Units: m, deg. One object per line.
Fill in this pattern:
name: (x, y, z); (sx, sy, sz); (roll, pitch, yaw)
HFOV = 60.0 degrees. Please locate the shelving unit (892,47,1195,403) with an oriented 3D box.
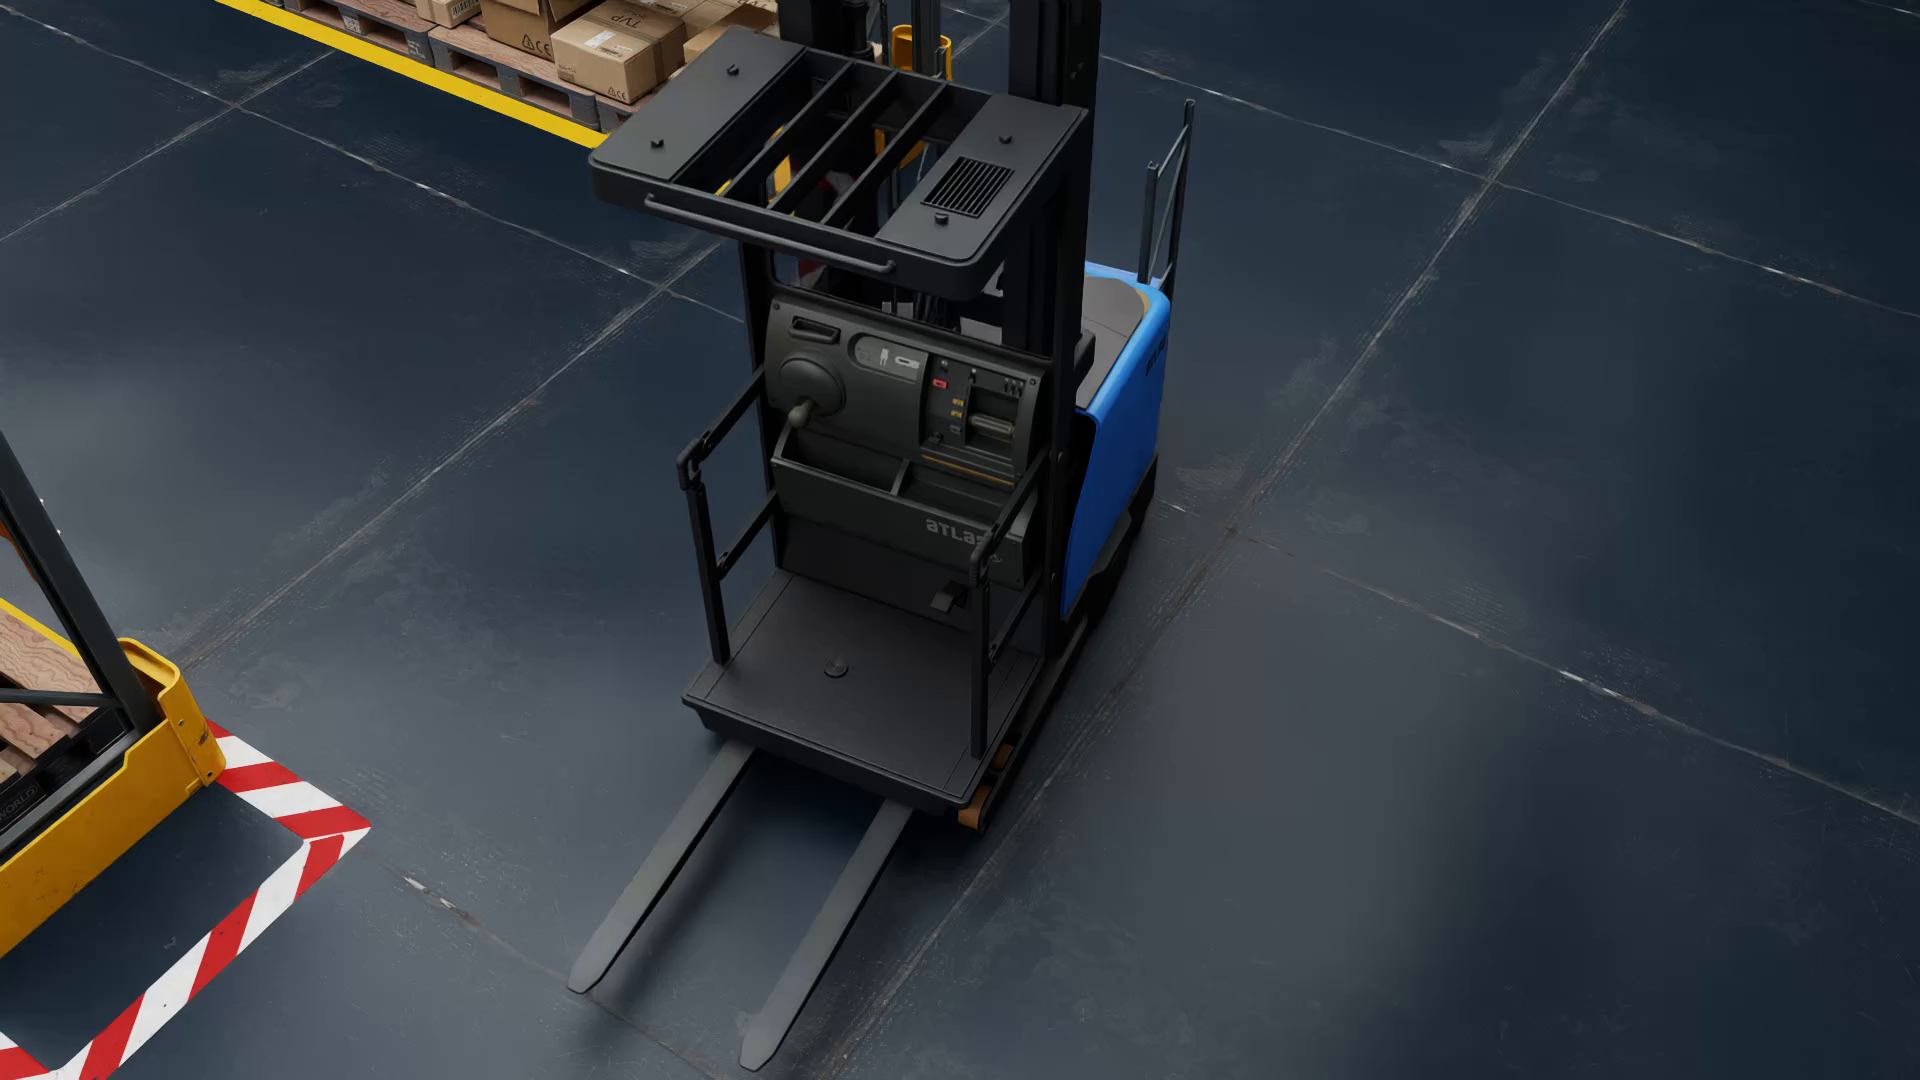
shelving unit: (0.309, -1.111, 6.784); (1.048, 1.500, 0.538); (16, 48, 15)

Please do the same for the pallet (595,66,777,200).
pallet: (-1.152, -2.315, 8.853); (1.213, 0.211, 1.003); (25, 51, 22)

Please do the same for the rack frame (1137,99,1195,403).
rack frame: (0.779, -0.973, 6.650); (0.032, 1.500, 0.500); (16, 48, 15)

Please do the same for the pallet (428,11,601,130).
pallet: (-2.175, -2.788, 9.312); (1.213, 0.211, 1.003); (25, 51, 22)

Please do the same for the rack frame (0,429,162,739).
rack frame: (-3.094, 0.039, 4.620); (0.127, 3.000, 1.000); (25, 51, 22)

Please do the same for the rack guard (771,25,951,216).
rack guard: (-0.480, -2.108, 8.450); (0.348, 0.500, 1.175); (25, 51, 22)

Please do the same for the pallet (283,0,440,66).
pallet: (-3.206, -3.260, 9.771); (1.213, 0.211, 1.003); (25, 51, 22)

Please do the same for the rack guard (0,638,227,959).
rack guard: (-3.067, 0.912, 5.515); (0.348, 0.500, 1.175); (25, 51, 22)

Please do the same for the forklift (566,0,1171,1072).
forklift: (-0.277, -0.380, 5.076); (1.130, 2.935, 3.031); (18, 49, 17)

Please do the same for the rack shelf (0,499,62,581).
rack shelf: (-4.777, -0.485, 5.631); (4.000, 0.370, 1.077); (25, 51, 22)

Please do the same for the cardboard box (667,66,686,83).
cardboard box: (-1.299, -2.389, 8.648); (0.250, 0.166, 0.380); (25, 51, 22)

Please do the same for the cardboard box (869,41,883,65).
cardboard box: (-0.583, -2.479, 8.749); (0.250, 0.149, 0.380); (25, 51, 22)

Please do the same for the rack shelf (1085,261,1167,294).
rack shelf: (0.309, -0.986, 6.913); (1.000, 0.185, 0.538); (16, 48, 15)

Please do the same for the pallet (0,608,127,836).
pallet: (-3.767, 0.668, 5.954); (1.213, 0.211, 1.003); (25, 51, 22)

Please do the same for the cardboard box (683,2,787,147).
cardboard box: (-1.007, -2.294, 8.324); (0.500, 0.500, 0.500); (25, 51, 22)

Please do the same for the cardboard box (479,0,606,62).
cardboard box: (-2.199, -3.057, 9.063); (0.637, 0.503, 0.797); (25, 51, 22)

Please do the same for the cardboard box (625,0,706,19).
cardboard box: (-1.563, -2.914, 9.100); (0.500, 0.250, 0.500); (25, 51, 22)

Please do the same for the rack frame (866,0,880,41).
rack frame: (-0.415, -2.952, 7.527); (0.053, 2.616, 0.949); (25, 51, 22)

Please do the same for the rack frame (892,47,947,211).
rack frame: (-0.162, -1.249, 6.918); (0.032, 1.500, 0.500); (16, 48, 15)
